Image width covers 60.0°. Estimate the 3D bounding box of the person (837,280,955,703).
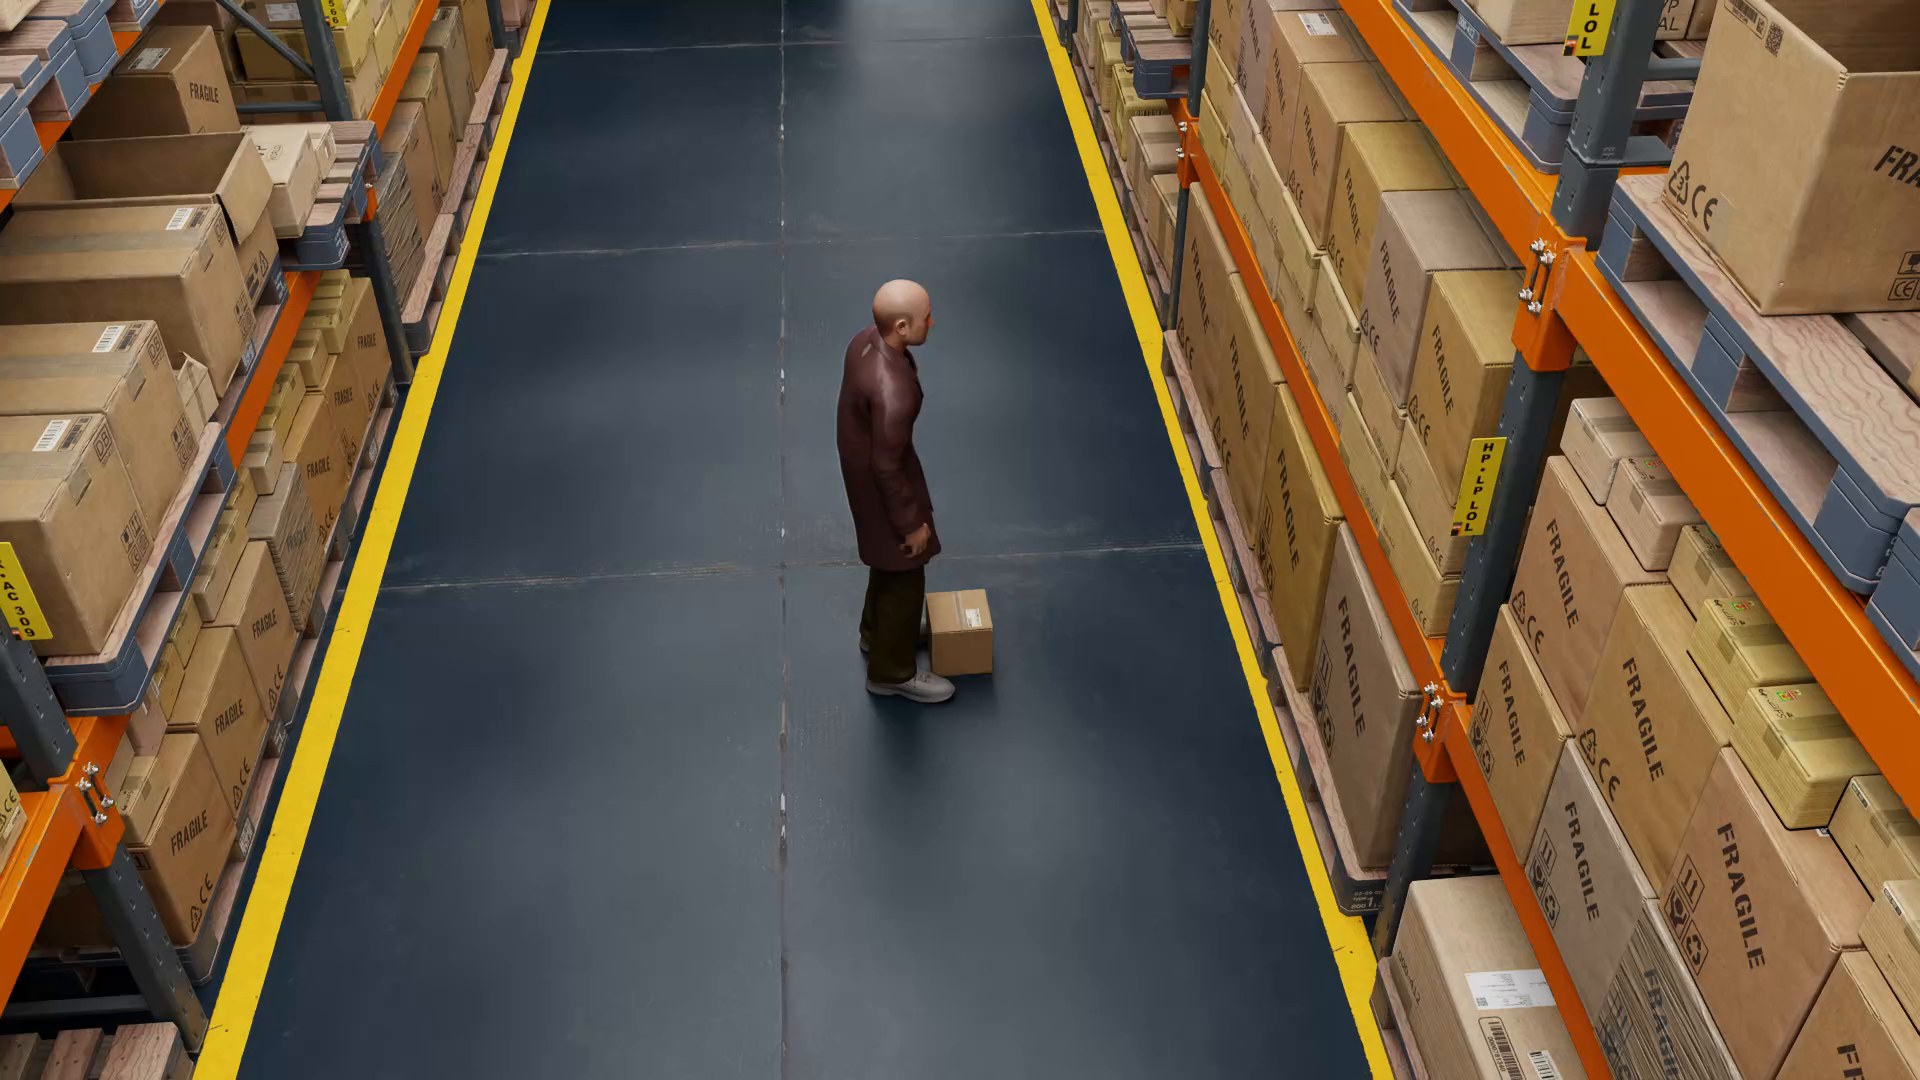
[{"bbox_3d":[-0.253,-0.202,6.418,0.418,1.774,0.656,-5,39,-6],"label":"person"}]
